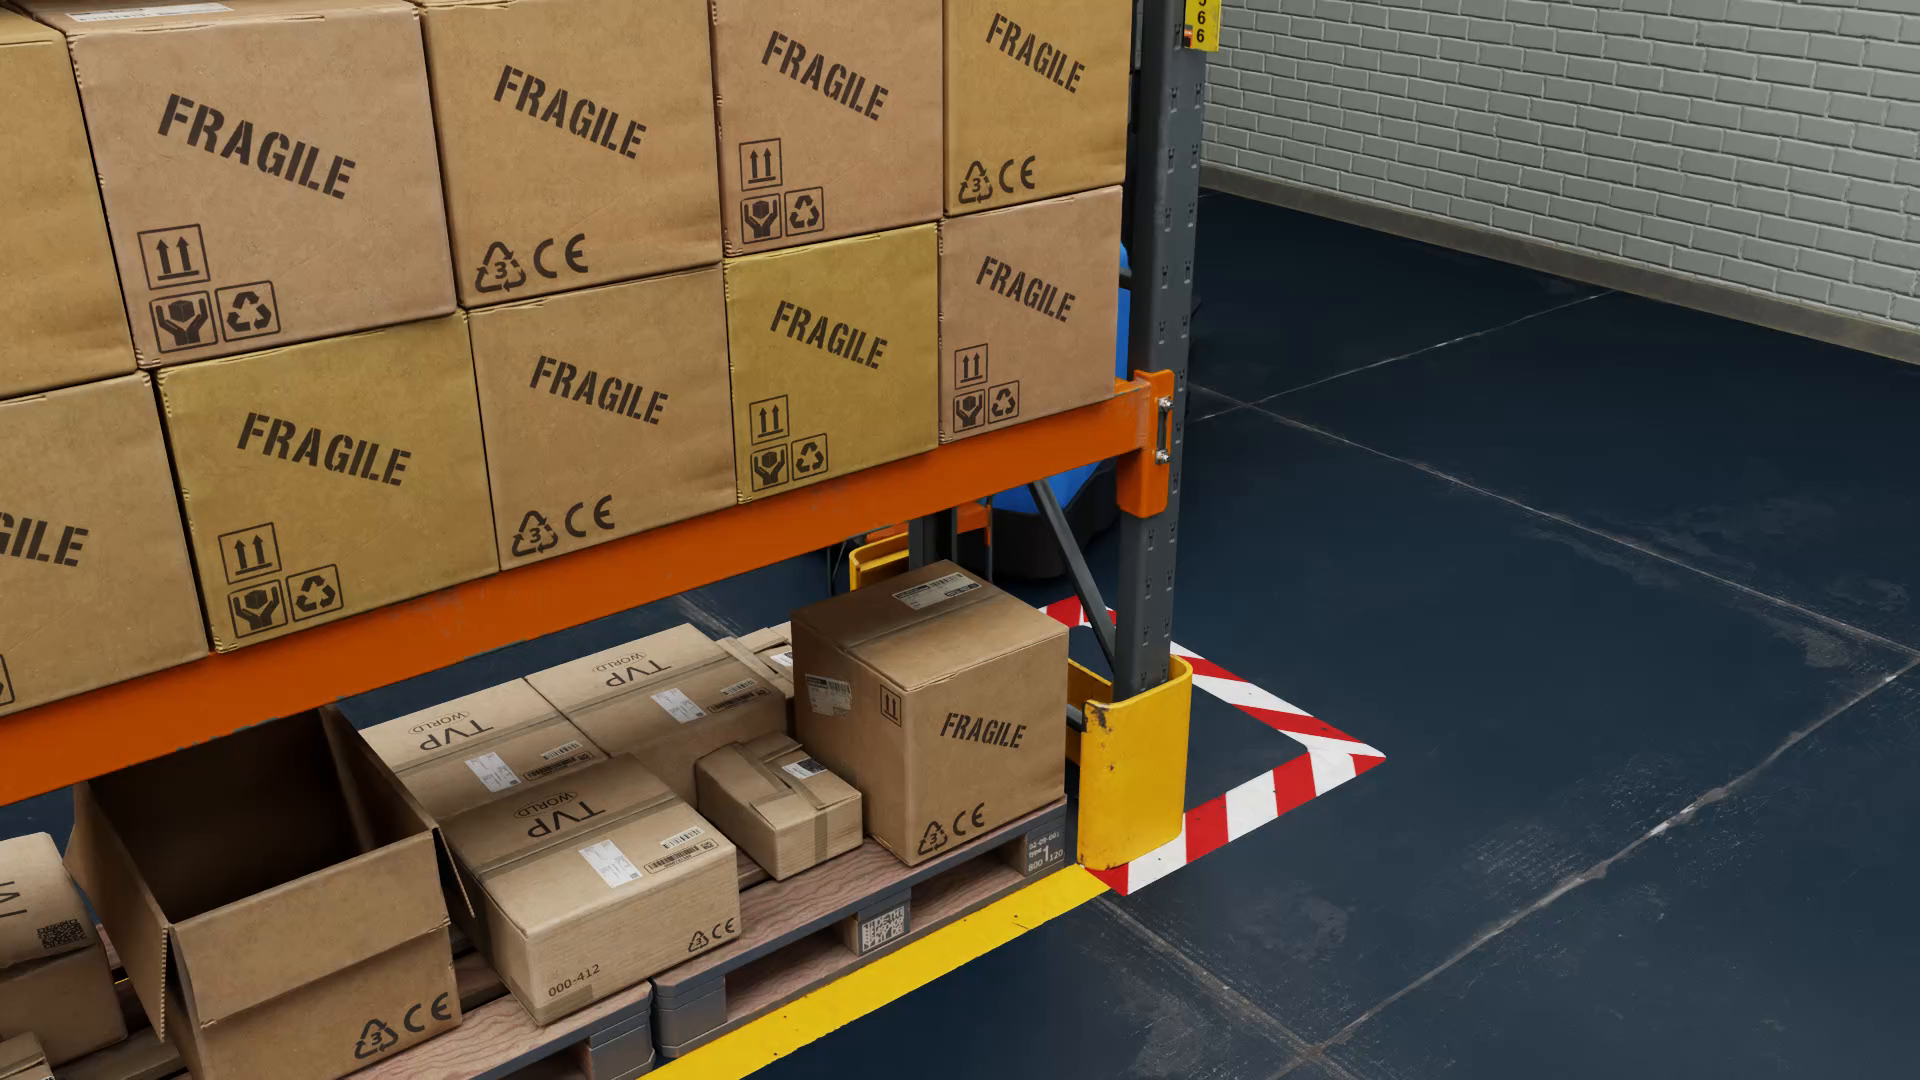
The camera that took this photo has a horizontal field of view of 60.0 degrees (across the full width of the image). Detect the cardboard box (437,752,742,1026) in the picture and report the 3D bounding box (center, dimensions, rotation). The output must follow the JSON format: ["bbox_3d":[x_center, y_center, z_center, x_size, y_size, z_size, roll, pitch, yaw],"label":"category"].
[{"bbox_3d":[-0.844,0.770,3.770,0.500,0.250,0.500,-18,31,-34],"label":"cardboard box"}]

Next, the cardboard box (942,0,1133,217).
[{"bbox_3d":[0.017,-1.029,3.598,0.500,0.500,0.500,-19,31,-34],"label":"cardboard box"}]

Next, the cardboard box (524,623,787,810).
[{"bbox_3d":[-0.799,0.488,4.379,0.500,0.250,0.500,-18,31,-34],"label":"cardboard box"}]

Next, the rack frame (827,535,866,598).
[{"bbox_3d":[-0.371,-0.221,5.301,0.015,1.200,0.240,-15,29,-30],"label":"rack frame"}]

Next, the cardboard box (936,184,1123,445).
[{"bbox_3d":[0.013,-0.576,3.809,0.500,0.500,0.500,-17,30,-32],"label":"cardboard box"}]

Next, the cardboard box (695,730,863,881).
[{"bbox_3d":[-0.452,0.647,4.136,0.250,0.166,0.380,-18,31,-34],"label":"cardboard box"}]

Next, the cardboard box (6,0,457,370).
[{"bbox_3d":[-1.189,-0.628,2.733,0.500,0.500,0.500,-17,30,-32],"label":"cardboard box"}]

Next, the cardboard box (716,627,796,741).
[{"bbox_3d":[-0.540,0.409,4.649,0.250,0.166,0.380,-18,31,-34],"label":"cardboard box"}]

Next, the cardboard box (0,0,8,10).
[{"bbox_3d":[-1.517,-0.809,3.123,0.500,0.500,0.500,-19,31,-34],"label":"cardboard box"}]

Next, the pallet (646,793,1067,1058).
[{"bbox_3d":[-0.489,0.755,4.372,1.213,0.211,1.003,-18,31,-34],"label":"pallet"}]

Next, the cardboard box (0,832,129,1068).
[{"bbox_3d":[-2.086,0.885,3.450,0.500,0.311,0.500,-18,31,-34],"label":"cardboard box"}]

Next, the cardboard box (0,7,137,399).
[{"bbox_3d":[-1.595,-0.493,2.444,0.500,0.500,0.500,-19,31,-35],"label":"cardboard box"}]

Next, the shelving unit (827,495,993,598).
[{"bbox_3d":[-0.167,-0.277,5.422,0.503,1.200,0.258,-15,29,-30],"label":"shelving unit"}]

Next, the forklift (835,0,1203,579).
[{"bbox_3d":[0.372,-1.790,6.625,1.130,2.935,3.031,9,26,18],"label":"forklift"}]

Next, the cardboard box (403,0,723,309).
[{"bbox_3d":[-0.785,-0.761,3.021,0.500,0.500,0.500,-17,30,-33],"label":"cardboard box"}]

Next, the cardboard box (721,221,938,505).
[{"bbox_3d":[-0.393,-0.440,3.516,0.500,0.500,0.500,-18,30,-34],"label":"cardboard box"}]

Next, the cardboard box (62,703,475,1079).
[{"bbox_3d":[-1.475,0.745,3.524,0.637,0.503,0.797,-18,31,-34],"label":"cardboard box"}]

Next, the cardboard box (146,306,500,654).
[{"bbox_3d":[-1.185,-0.181,2.958,0.500,0.500,0.500,-19,31,-35],"label":"cardboard box"}]

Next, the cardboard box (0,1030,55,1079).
[{"bbox_3d":[-1.811,1.122,3.111,0.250,0.166,0.380,-18,31,-34],"label":"cardboard box"}]

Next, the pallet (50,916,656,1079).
[{"bbox_3d":[-1.448,1.070,3.693,1.213,0.211,1.003,-18,31,-34],"label":"pallet"}]

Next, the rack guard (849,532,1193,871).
[{"bbox_3d":[0.138,0.417,4.758,0.348,0.500,1.175,-18,31,-34],"label":"rack guard"}]

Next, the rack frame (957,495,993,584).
[{"bbox_3d":[0.038,-0.333,5.543,0.015,1.200,0.240,-15,29,-30],"label":"rack frame"}]

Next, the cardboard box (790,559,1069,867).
[{"bbox_3d":[-0.078,0.420,4.228,0.500,0.500,0.500,-18,31,-34],"label":"cardboard box"}]

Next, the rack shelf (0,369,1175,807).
[{"bbox_3d":[-1.376,0.109,3.307,4.000,0.370,1.077,-18,31,-34],"label":"rack shelf"}]

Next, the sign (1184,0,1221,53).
[{"bbox_3d":[0.525,-1.216,3.557,0.005,0.325,0.100,-18,31,-34],"label":"sign"}]

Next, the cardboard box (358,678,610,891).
[{"bbox_3d":[-1.192,0.618,4.099,0.500,0.250,0.500,-18,31,-34],"label":"cardboard box"}]

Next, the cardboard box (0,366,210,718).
[{"bbox_3d":[-1.585,-0.049,2.673,0.500,0.500,0.500,-18,31,-34],"label":"cardboard box"}]

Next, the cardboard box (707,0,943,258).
[{"bbox_3d":[-0.380,-0.898,3.314,0.500,0.500,0.500,-17,30,-33],"label":"cardboard box"}]

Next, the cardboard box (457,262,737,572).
[{"bbox_3d":[-0.789,-0.312,3.240,0.500,0.500,0.500,-18,30,-34],"label":"cardboard box"}]

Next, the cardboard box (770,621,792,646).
[{"bbox_3d":[-0.344,0.352,4.793,0.250,0.149,0.380,-18,31,-34],"label":"cardboard box"}]

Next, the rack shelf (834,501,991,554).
[{"bbox_3d":[-0.167,-0.036,5.534,0.480,0.148,0.258,-15,29,-30],"label":"rack shelf"}]

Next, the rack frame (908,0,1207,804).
[{"bbox_3d":[0.198,-0.737,4.275,0.127,3.000,1.000,-18,31,-34],"label":"rack frame"}]
